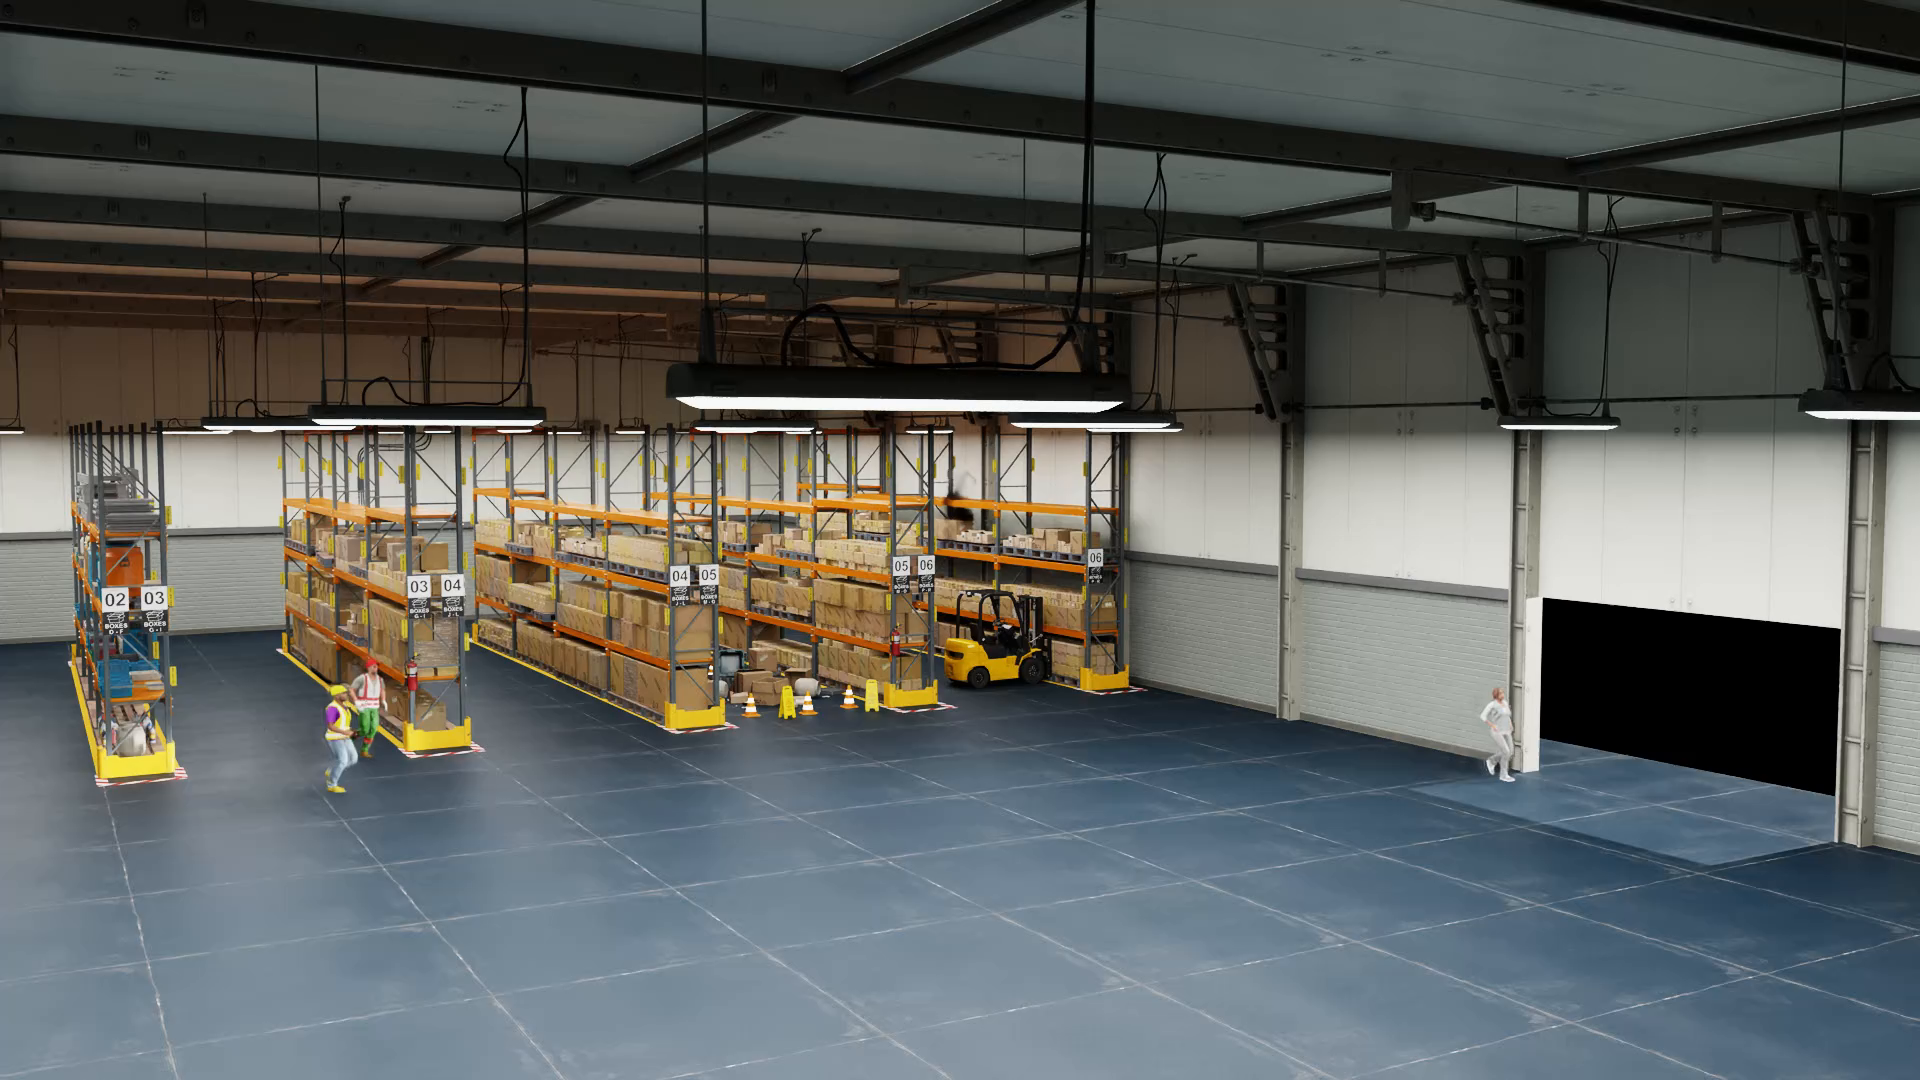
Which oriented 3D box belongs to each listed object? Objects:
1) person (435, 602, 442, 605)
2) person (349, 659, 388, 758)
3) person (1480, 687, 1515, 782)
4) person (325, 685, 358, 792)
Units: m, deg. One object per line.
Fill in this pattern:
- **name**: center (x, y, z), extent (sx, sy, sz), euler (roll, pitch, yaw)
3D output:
- **person**: center (-14.789, 1.980, 46.991), extent (0.860, 1.666, 0.638), euler (1, 4, 20)
- **person**: center (-10.649, 3.006, 29.917), extent (0.625, 1.728, 0.720), euler (2, 4, 34)
- **person**: center (8.978, 3.228, 27.735), extent (0.564, 1.554, 0.583), euler (-2, 4, -28)
- **person**: center (-10.011, 3.202, 26.894), extent (0.592, 1.730, 0.735), euler (0, 4, -1)
